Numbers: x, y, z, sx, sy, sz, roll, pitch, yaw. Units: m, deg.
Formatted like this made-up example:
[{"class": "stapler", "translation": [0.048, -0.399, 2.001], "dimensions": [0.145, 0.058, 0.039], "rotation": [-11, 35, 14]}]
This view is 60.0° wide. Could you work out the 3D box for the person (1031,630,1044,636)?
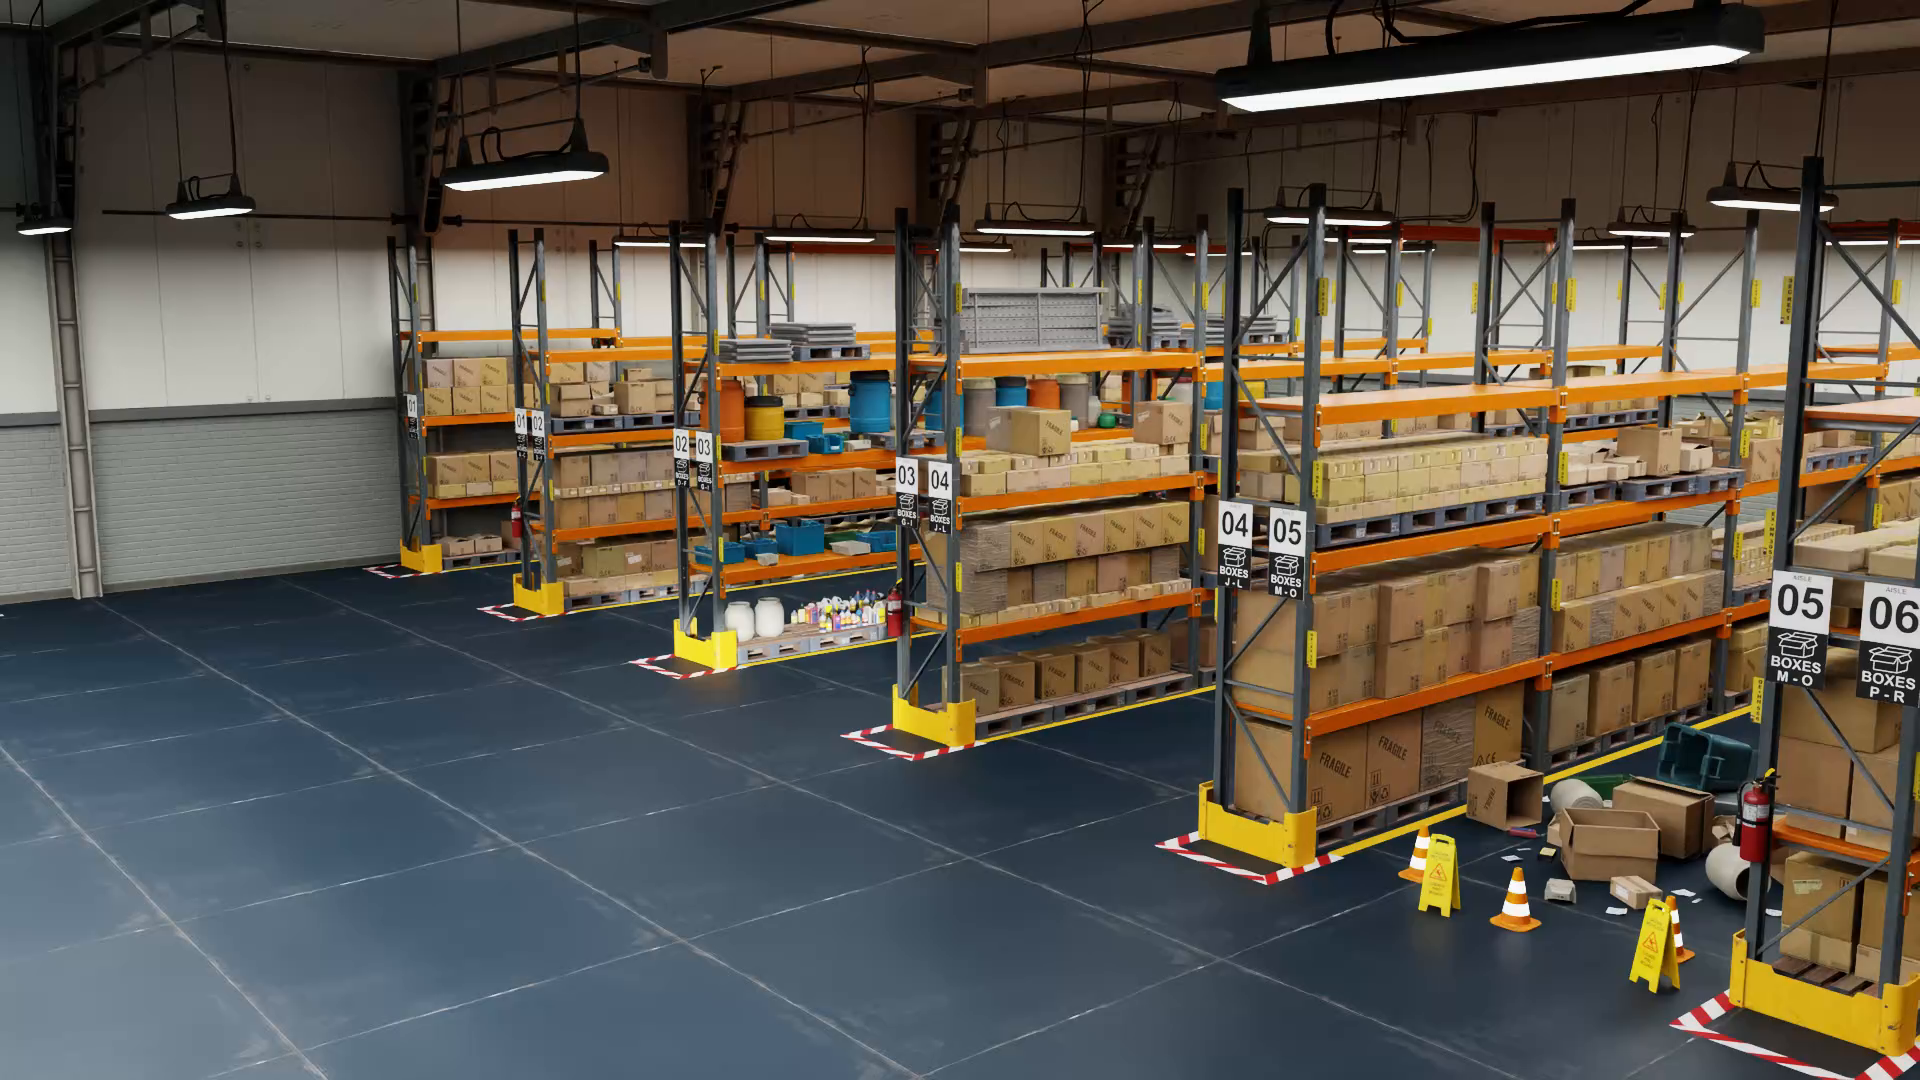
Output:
[{"class": "person", "translation": [1.318, 0.520, 24.657], "dimensions": [0.712, 1.737, 1.084], "rotation": [7, 11, 37]}]
